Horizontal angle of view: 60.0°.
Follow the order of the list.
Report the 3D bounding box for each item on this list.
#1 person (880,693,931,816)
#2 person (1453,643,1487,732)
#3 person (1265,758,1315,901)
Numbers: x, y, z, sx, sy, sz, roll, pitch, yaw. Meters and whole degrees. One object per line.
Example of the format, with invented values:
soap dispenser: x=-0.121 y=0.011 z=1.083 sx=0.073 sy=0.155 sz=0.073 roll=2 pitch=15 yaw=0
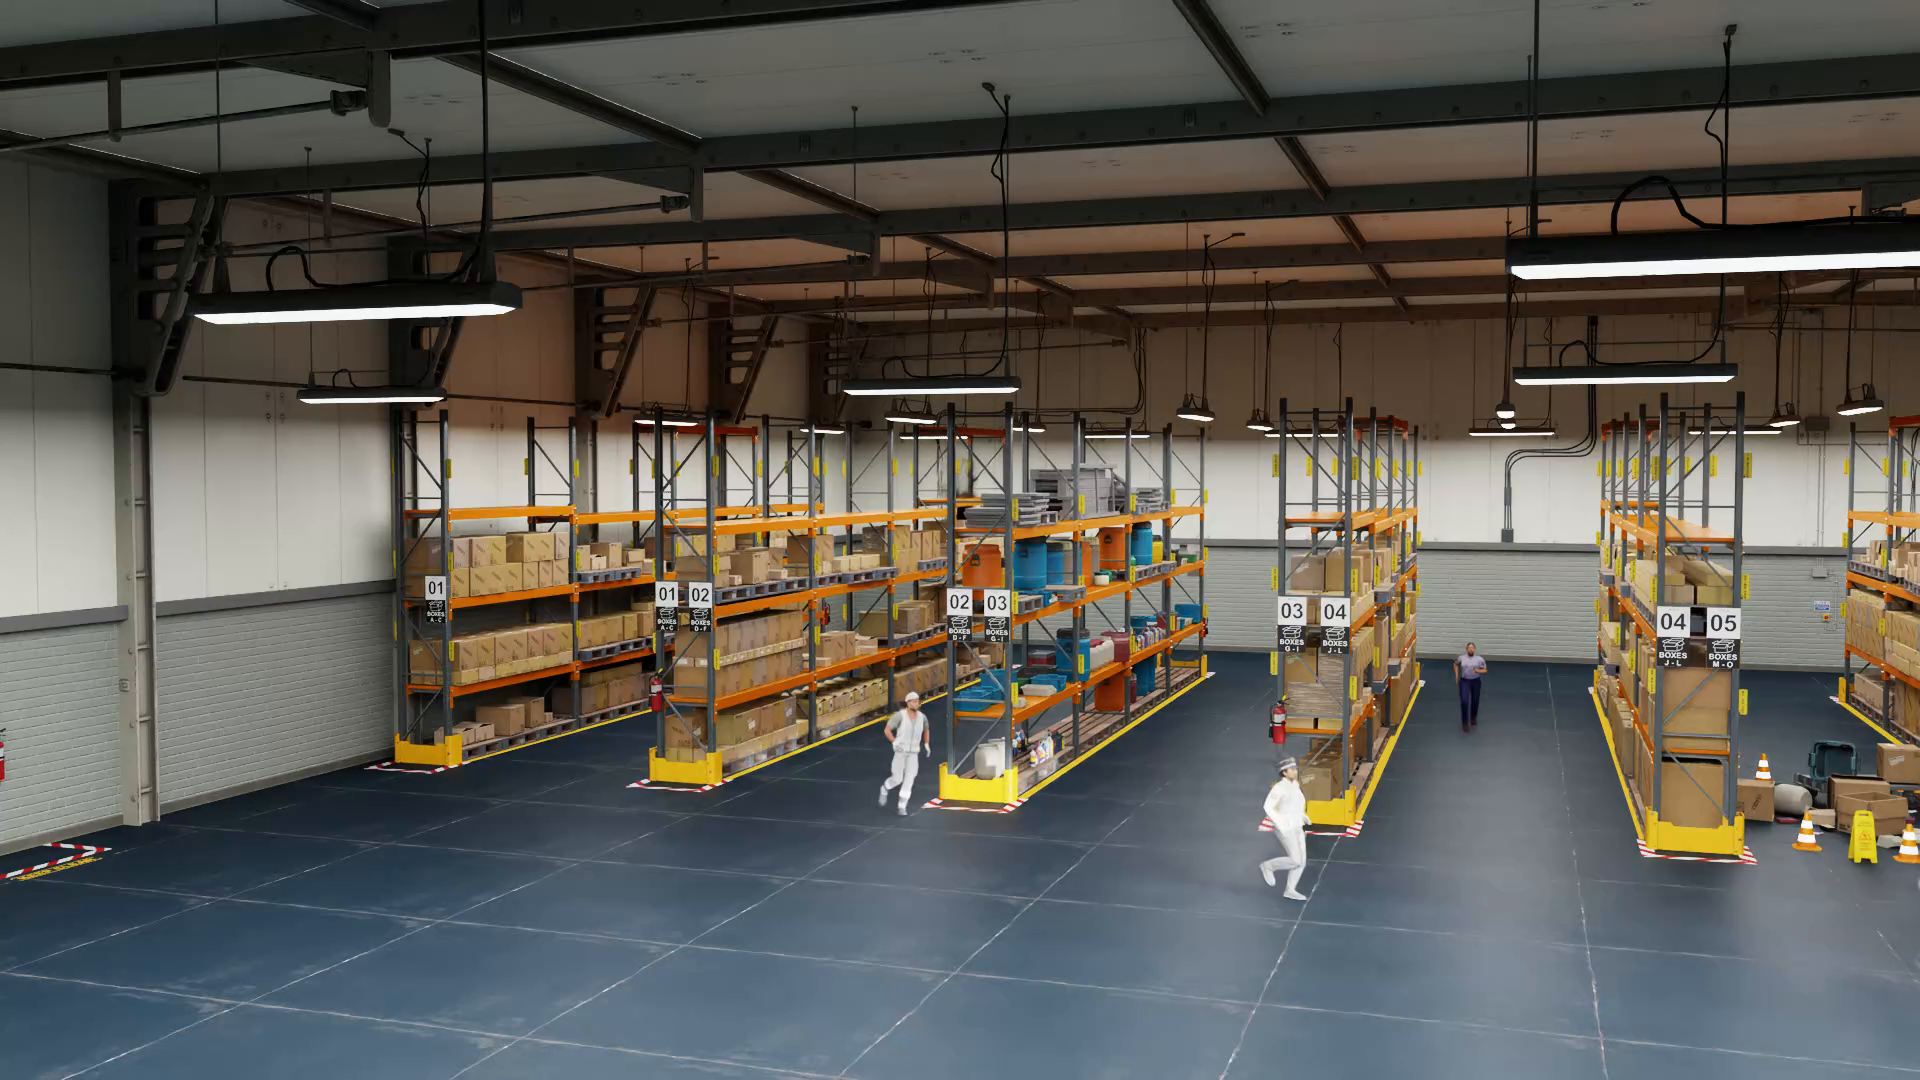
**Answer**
person: x=-0.752 y=3.098 z=24.246 sx=0.711 sy=1.747 sz=0.682 roll=-1 pitch=3 yaw=-27
person: x=9.767 y=2.795 z=31.833 sx=0.601 sy=1.648 sz=0.915 roll=1 pitch=3 yaw=13
person: x=3.851 y=3.345 z=19.321 sx=0.556 sy=1.650 sz=0.620 roll=2 pitch=3 yaw=41
